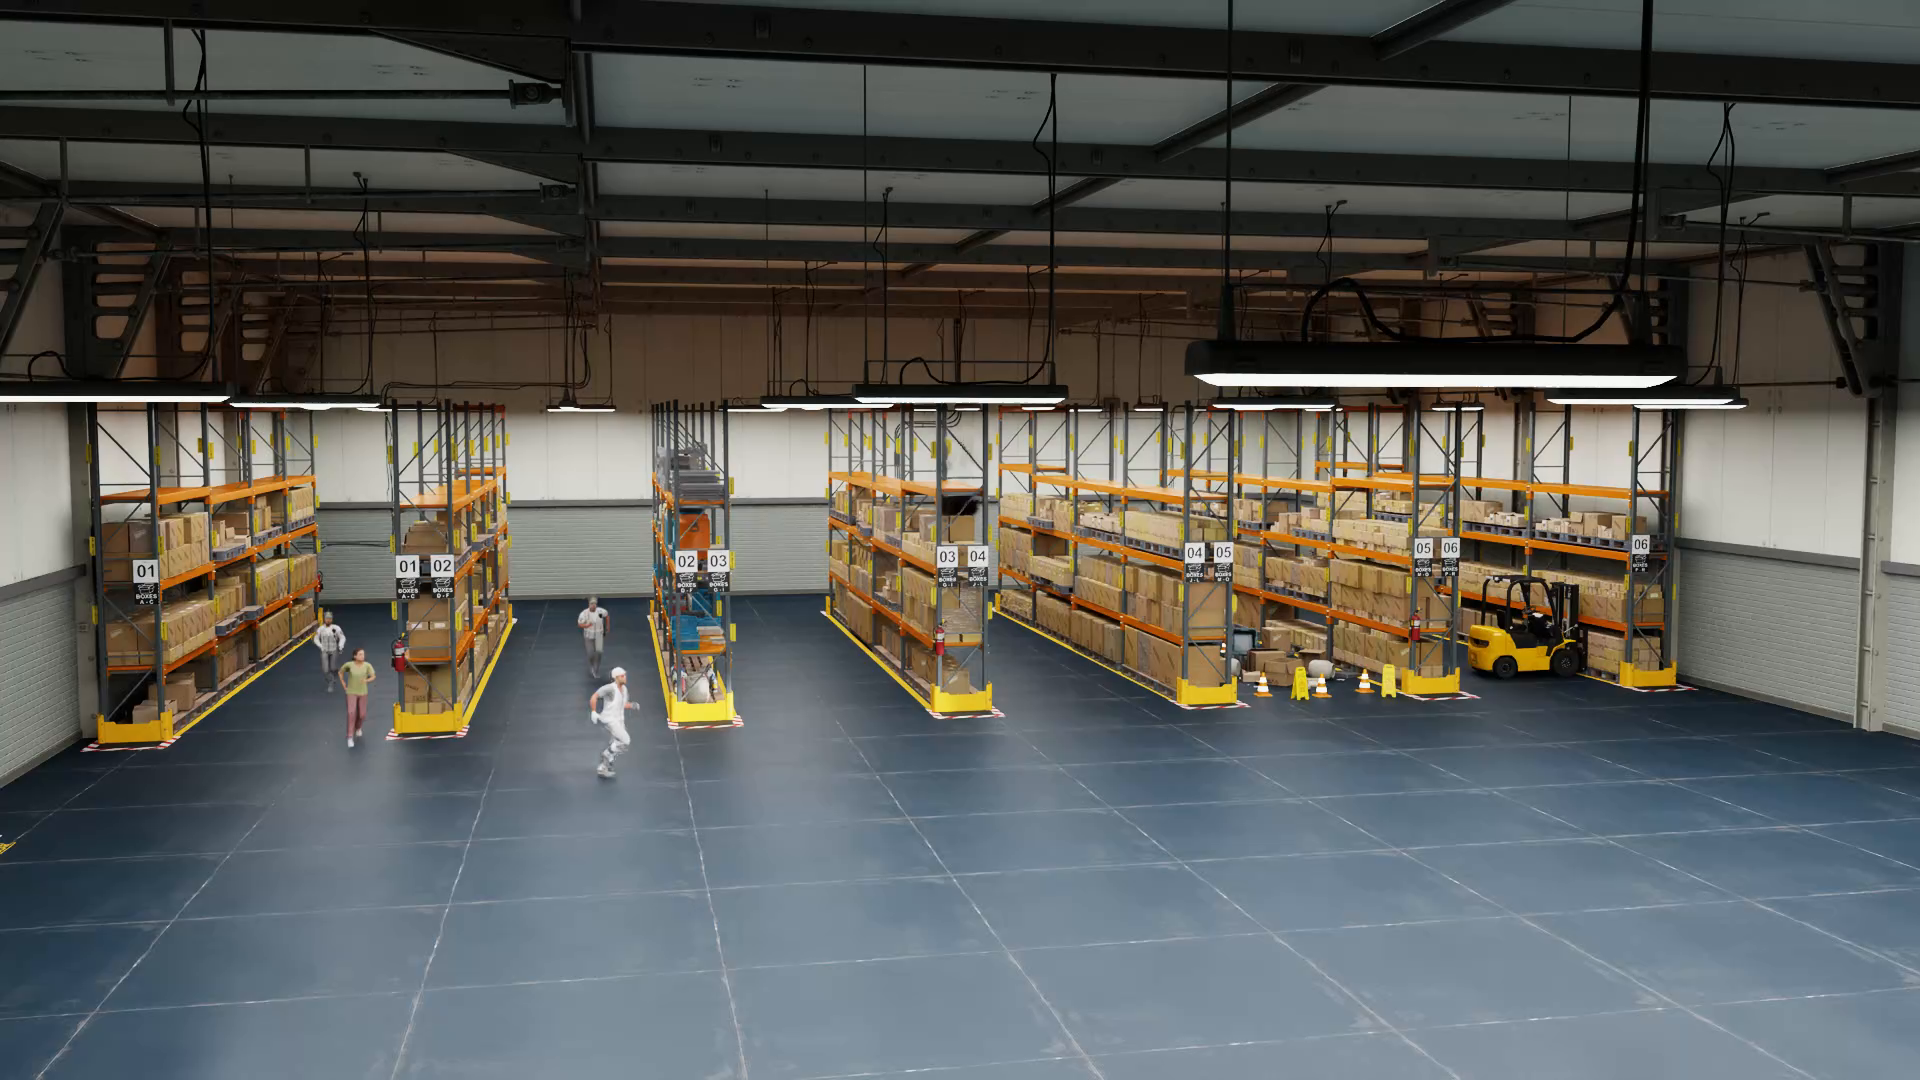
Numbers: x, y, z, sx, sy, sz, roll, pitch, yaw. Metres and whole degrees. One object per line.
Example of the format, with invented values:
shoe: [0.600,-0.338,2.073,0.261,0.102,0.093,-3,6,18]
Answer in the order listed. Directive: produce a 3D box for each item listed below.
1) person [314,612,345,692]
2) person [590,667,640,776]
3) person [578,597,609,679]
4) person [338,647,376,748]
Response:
person: [-13.075,2.309,34.485,0.616,1.659,0.554,-1,4,-16]
person: [-5.406,2.873,26.223,0.697,1.727,0.709,1,5,19]
person: [-7.958,2.128,36.181,0.688,1.807,0.830,-1,5,-18]
person: [-10.509,2.705,29.063,0.595,1.657,0.969,-3,5,-32]
